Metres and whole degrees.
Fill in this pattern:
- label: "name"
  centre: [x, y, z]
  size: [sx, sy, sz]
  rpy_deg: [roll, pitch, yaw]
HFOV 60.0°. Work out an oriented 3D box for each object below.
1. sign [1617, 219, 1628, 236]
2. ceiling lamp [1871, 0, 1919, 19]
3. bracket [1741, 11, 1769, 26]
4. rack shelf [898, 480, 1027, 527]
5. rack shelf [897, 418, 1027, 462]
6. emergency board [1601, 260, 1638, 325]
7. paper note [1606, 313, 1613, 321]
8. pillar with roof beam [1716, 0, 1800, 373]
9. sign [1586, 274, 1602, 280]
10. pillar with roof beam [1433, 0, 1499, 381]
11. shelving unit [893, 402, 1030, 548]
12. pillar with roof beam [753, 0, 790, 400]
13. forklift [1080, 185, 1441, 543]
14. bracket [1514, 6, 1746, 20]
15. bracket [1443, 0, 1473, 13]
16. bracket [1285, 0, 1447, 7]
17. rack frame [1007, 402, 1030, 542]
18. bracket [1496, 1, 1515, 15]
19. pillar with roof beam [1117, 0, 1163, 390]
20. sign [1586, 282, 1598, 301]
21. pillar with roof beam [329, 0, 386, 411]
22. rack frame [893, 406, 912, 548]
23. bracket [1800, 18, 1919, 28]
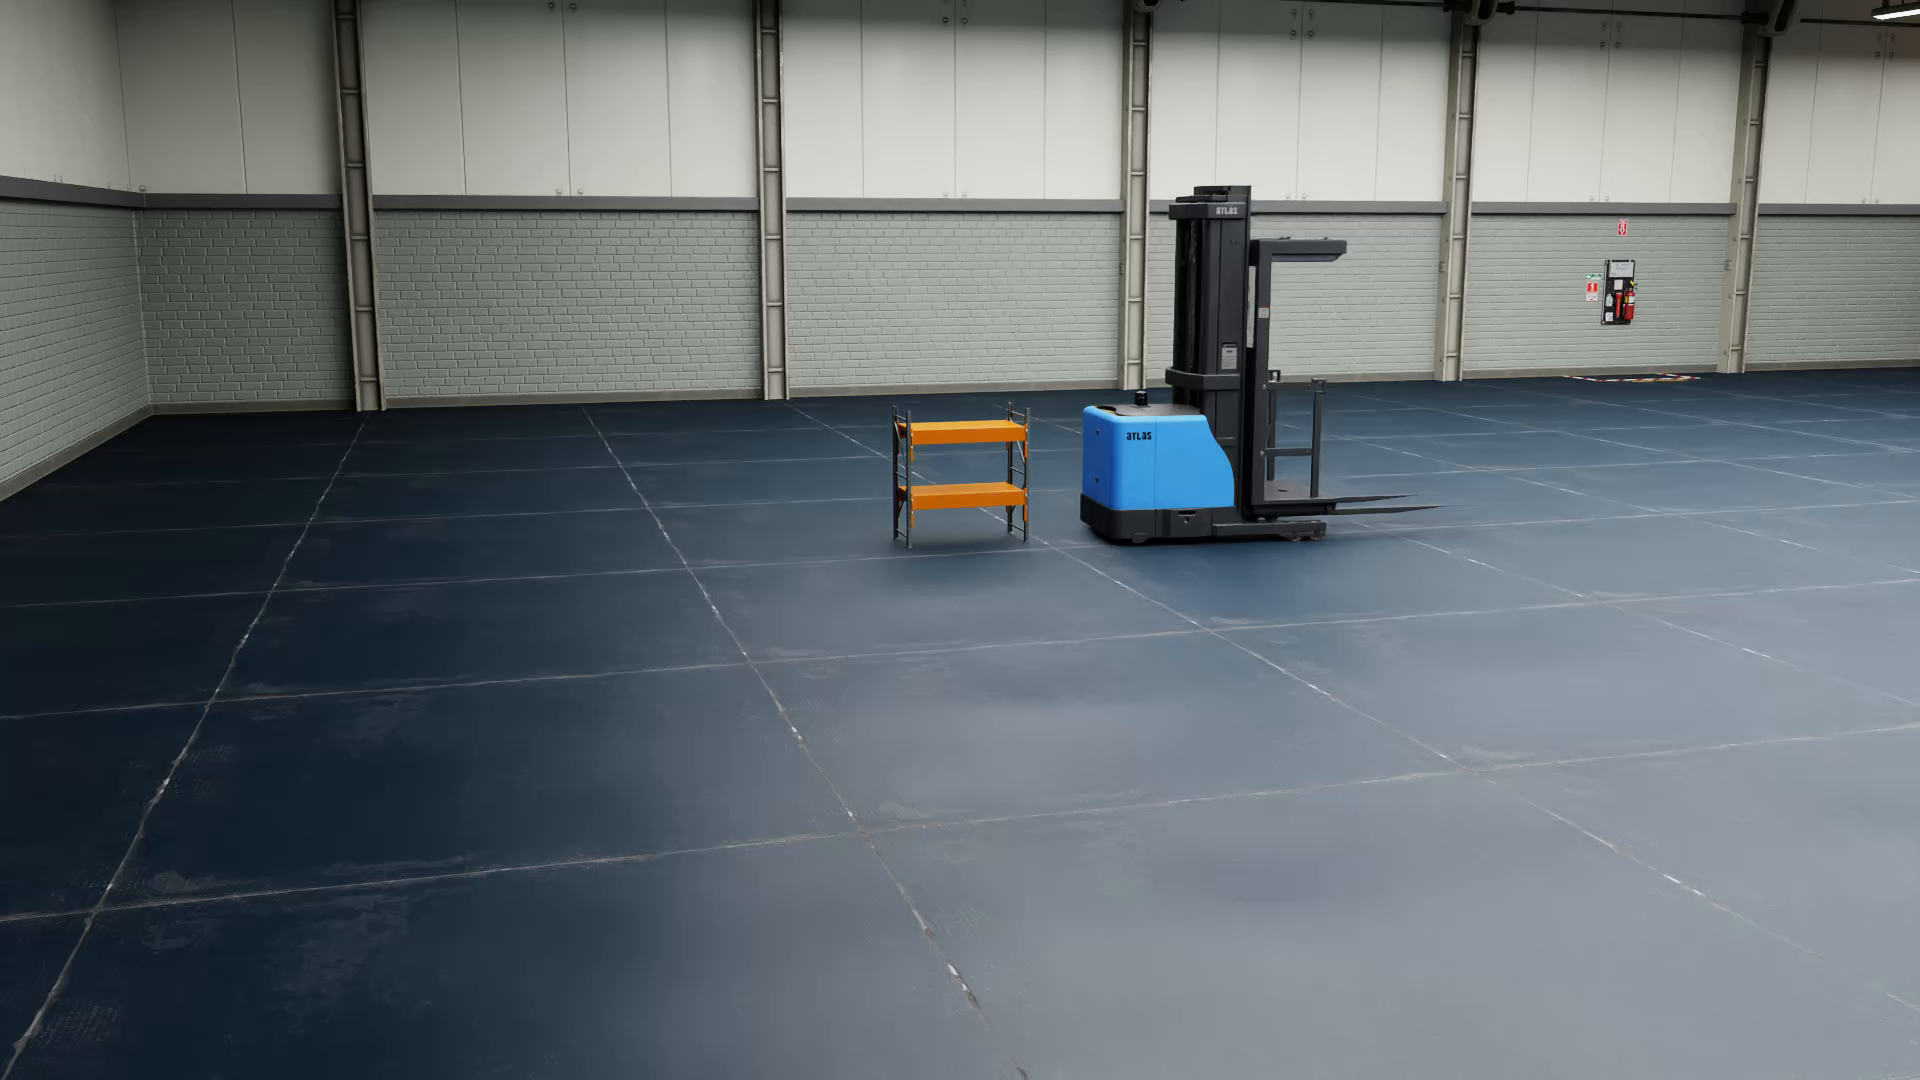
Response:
- label: "sign"
  centre: [11.964, -5.647, 30.031]
  size: [0.199, 0.298, 0.001]
  rpy_deg: [-3, 11, -16]
- label: "ceiling lamp"
  centre: [14.353, -9.492, 24.631]
  size: [0.800, 3.185, 2.000]
  rpy_deg: [-3, 11, -16]
- label: "bracket"
  centre: [14.084, -9.246, 29.474]
  size: [0.430, 0.232, 0.235]
  rpy_deg: [-3, 11, -16]
- label: "rack shelf"
  centre: [0.006, -0.313, 13.991]
  size: [1.000, 0.278, 0.538]
  rpy_deg: [-3, 11, -16]
- label: "rack shelf"
  centre: [0.006, -0.841, 13.894]
  size: [1.000, 0.278, 0.538]
  rpy_deg: [-3, 11, -16]
- label: "emergency board"
  centre: [12.000, -4.490, 30.149]
  size: [0.643, 1.169, 0.194]
  rpy_deg: [-3, 11, -16]
- label: "paper note"
  centre: [11.811, -4.059, 30.245]
  size: [0.142, 0.148, 0.016]
  rpy_deg: [-3, 11, -16]
- label: "pillar with roof beam"
  centre: [15.586, -6.810, 26.184]
  size: [0.548, 9.000, 9.100]
  rpy_deg: [-3, 11, -16]
- label: "sign"
  centre: [11.447, -4.756, 30.036]
  size: [0.331, 0.109, 0.001]
  rpy_deg: [-3, 11, -16]
- label: "pillar with roof beam"
  centre: [9.826, -6.506, 24.534]
  size: [0.548, 9.000, 9.100]
  rpy_deg: [-3, 11, -16]
- label: "shelving unit"
  centre: [0.006, -0.554, 13.947]
  size: [1.048, 1.125, 0.538]
  rpy_deg: [-3, 11, -16]
- label: "pillar with roof beam"
  centre: [-1.696, -5.899, 21.236]
  size: [0.400, 9.000, 9.100]
  rpy_deg: [-3, 11, -16]
- label: "forklift"
  centre: [2.626, -1.523, 14.223]
  size: [3.031, 2.935, 1.130]
  rpy_deg: [-2, 11, -11]
- label: "bracket"
  centre: [11.594, -9.115, 28.761]
  size: [4.783, 0.066, 0.076]
  rpy_deg: [-3, 11, -16]
- label: "bracket"
  centre: [8.323, -8.942, 27.824]
  size: [0.430, 0.232, 0.235]
  rpy_deg: [-3, 11, -16]
- label: "bracket"
  centre: [5.833, -8.811, 27.111]
  size: [4.783, 0.066, 0.076]
  rpy_deg: [-3, 11, -16]
- label: "rack frame"
  centre: [0.495, -0.579, 14.086]
  size: [0.032, 1.125, 0.500]
  rpy_deg: [-3, 11, -16]
- label: "bracket"
  centre: [9.120, -8.984, 28.052]
  size: [0.430, 0.232, 0.235]
  rpy_deg: [-3, 11, -16]
- label: "pillar with roof beam"
  centre: [4.065, -6.203, 22.885]
  size: [0.548, 9.000, 9.100]
  rpy_deg: [-3, 11, -16]
- label: "sign"
  centre: [11.440, -4.497, 30.091]
  size: [0.234, 0.329, 0.001]
  rpy_deg: [-3, 11, -16]
- label: "pillar with roof beam"
  centre: [-7.457, -5.596, 19.586]
  size: [0.400, 9.000, 9.100]
  rpy_deg: [-3, 11, -16]
- label: "rack frame"
  centre: [-0.482, -0.528, 13.807]
  size: [0.032, 1.125, 0.500]
  rpy_deg: [-3, 11, -16]
- label: "bracket"
  centre: [17.355, -9.418, 30.410]
  size: [4.783, 0.066, 0.076]
  rpy_deg: [-3, 11, -16]
